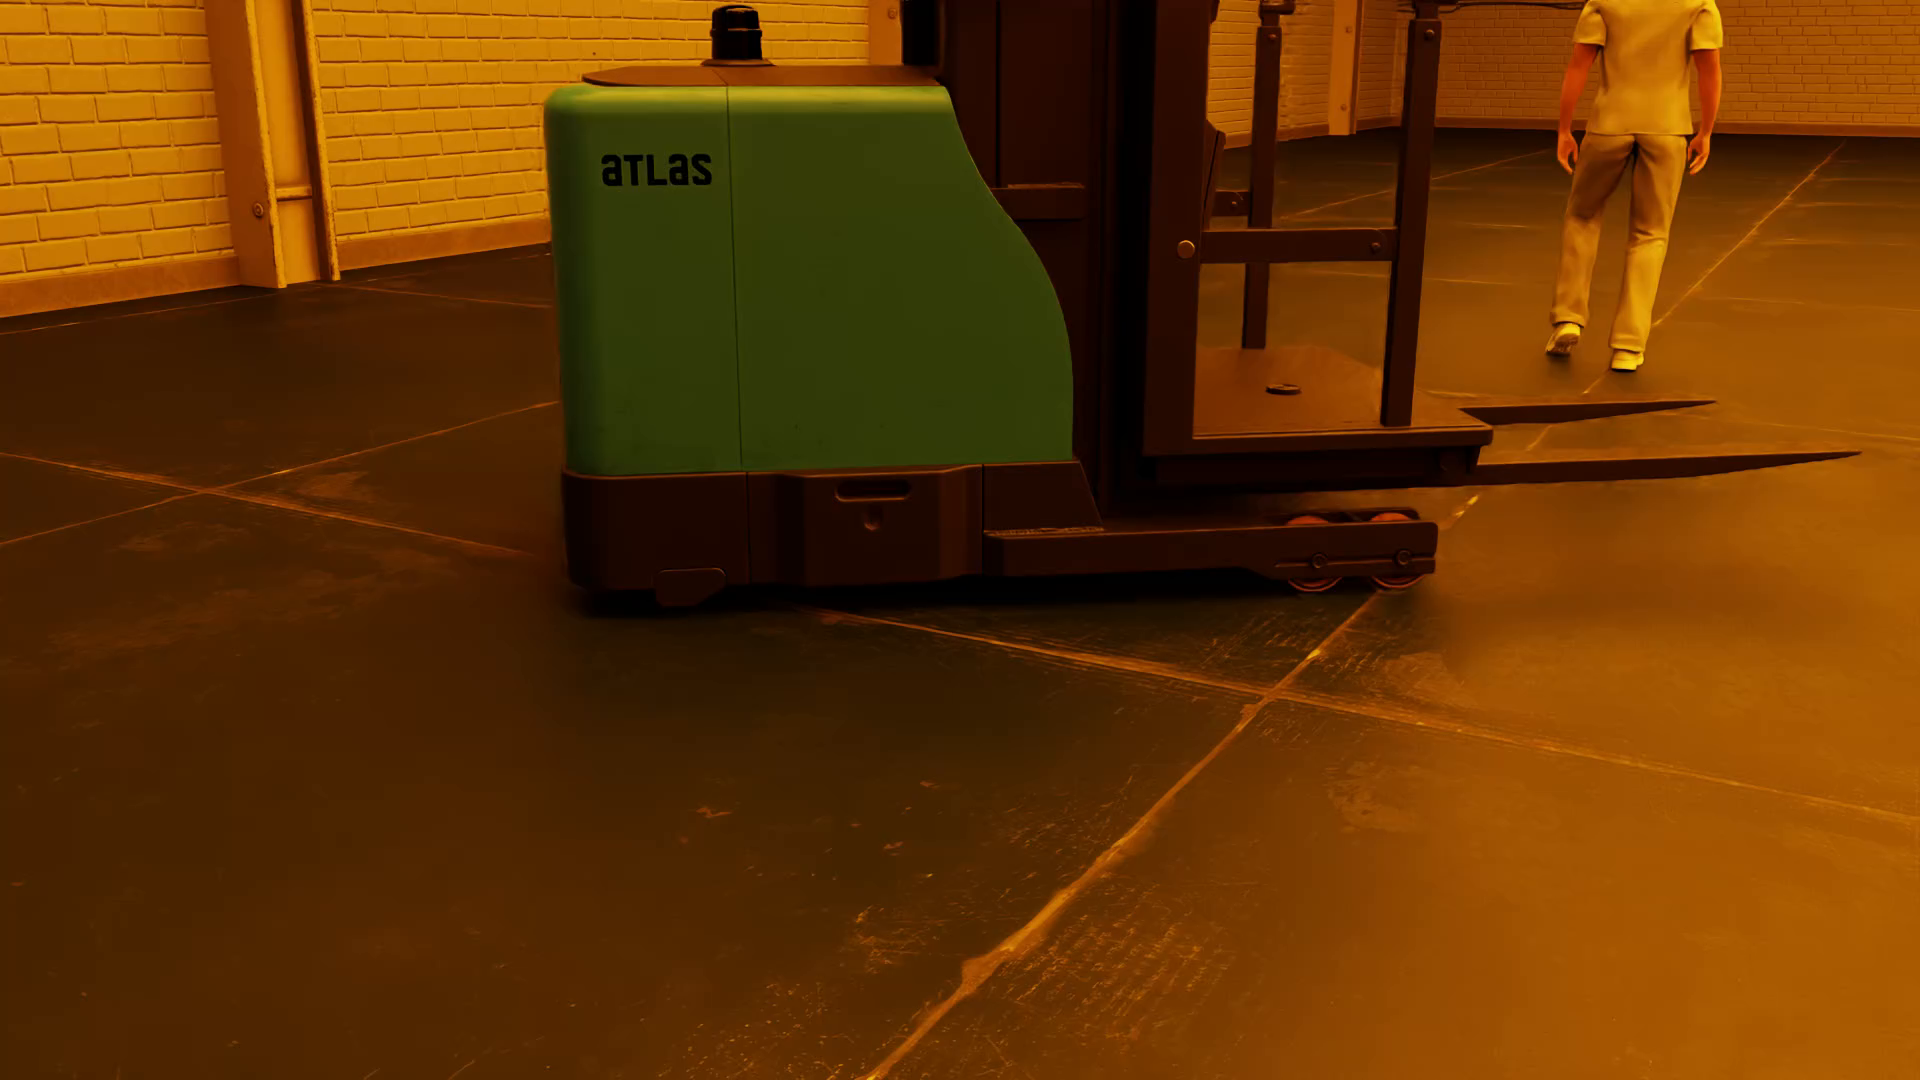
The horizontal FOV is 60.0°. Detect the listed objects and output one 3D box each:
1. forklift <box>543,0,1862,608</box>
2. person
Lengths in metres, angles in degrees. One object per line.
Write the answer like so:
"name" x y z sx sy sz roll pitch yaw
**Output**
"forklift" 0.611 -1.436 3.729 3.031 2.935 1.130 -2 17 -8
"person" 2.497 -1.453 6.157 0.537 1.710 0.498 7 18 23
